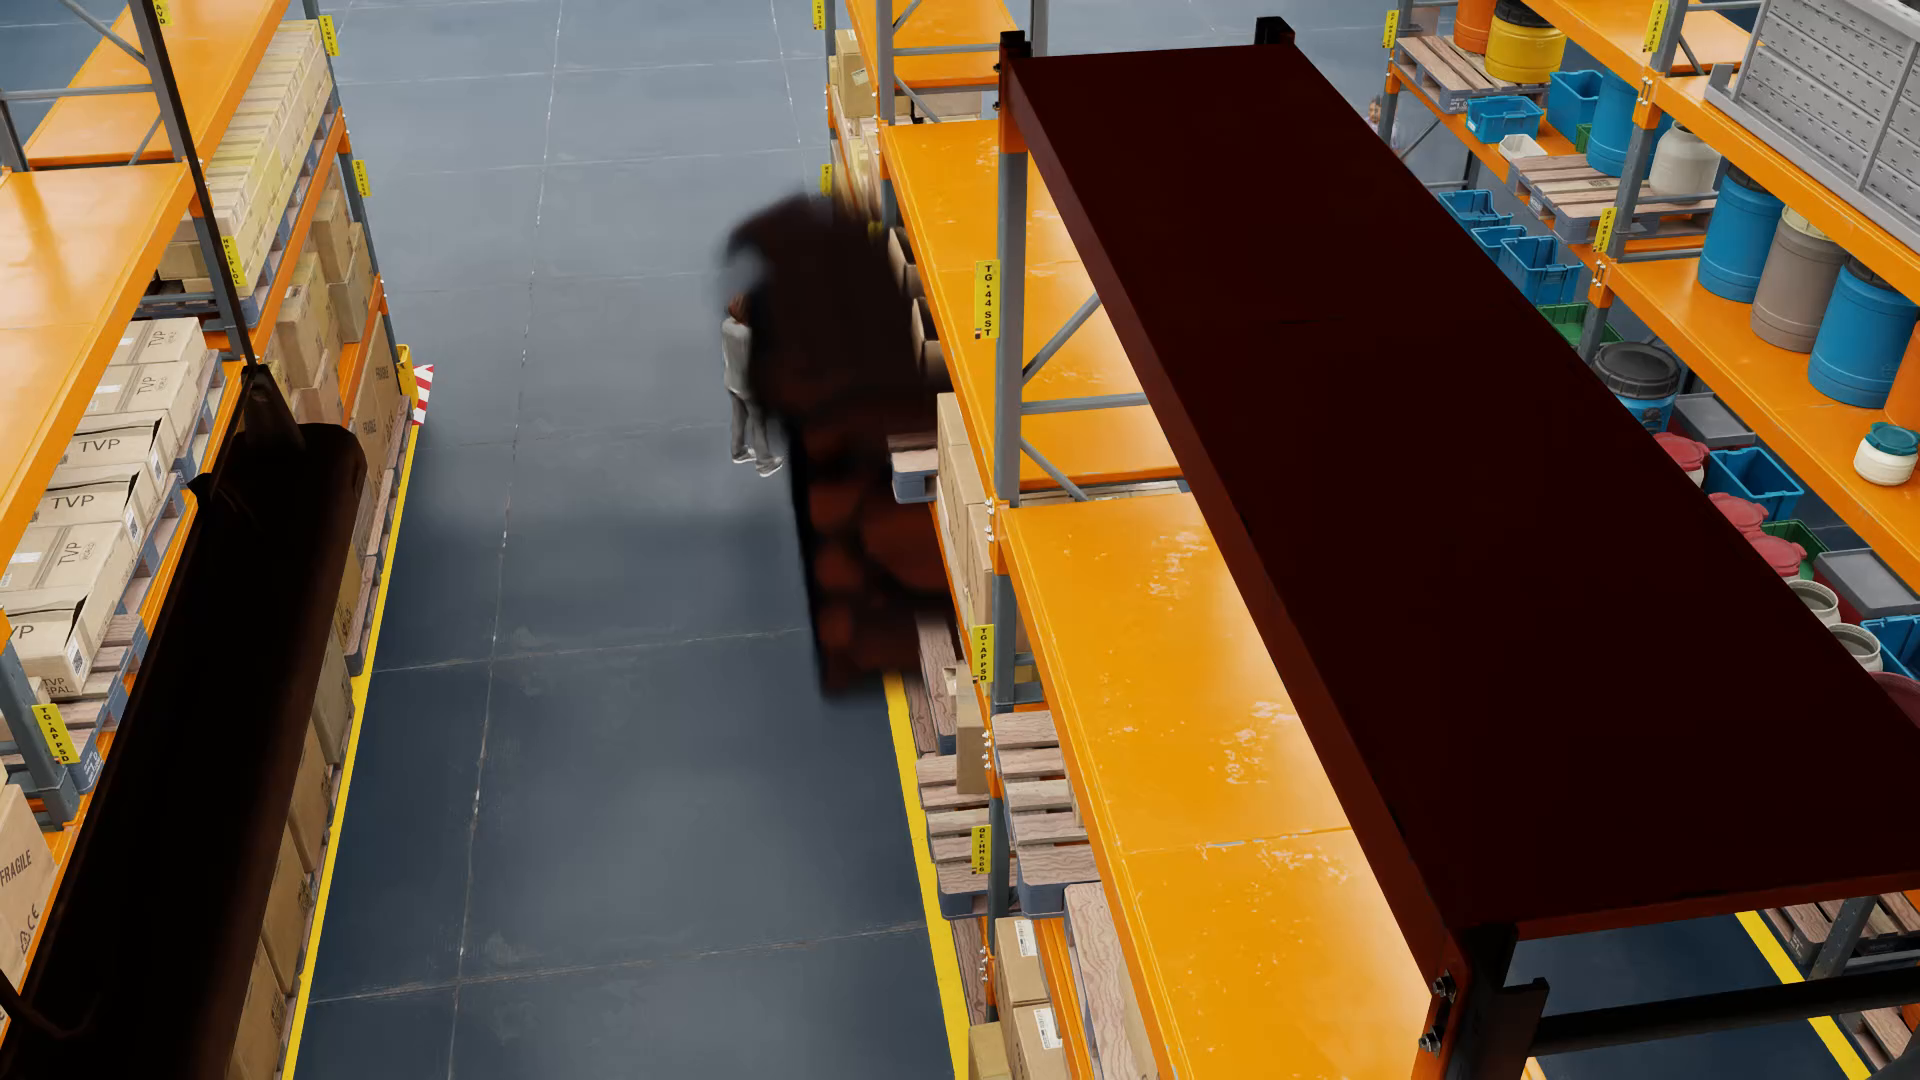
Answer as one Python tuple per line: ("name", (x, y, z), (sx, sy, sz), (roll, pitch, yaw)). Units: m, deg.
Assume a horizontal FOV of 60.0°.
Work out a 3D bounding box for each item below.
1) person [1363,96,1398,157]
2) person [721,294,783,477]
("person", (4.196, -3.830, 17.285), (0.914, 1.598, 0.479), (-16, 39, -20))
("person", (-1.673, -1.240, 13.278), (0.380, 1.601, 0.459), (-30, 45, -34))
